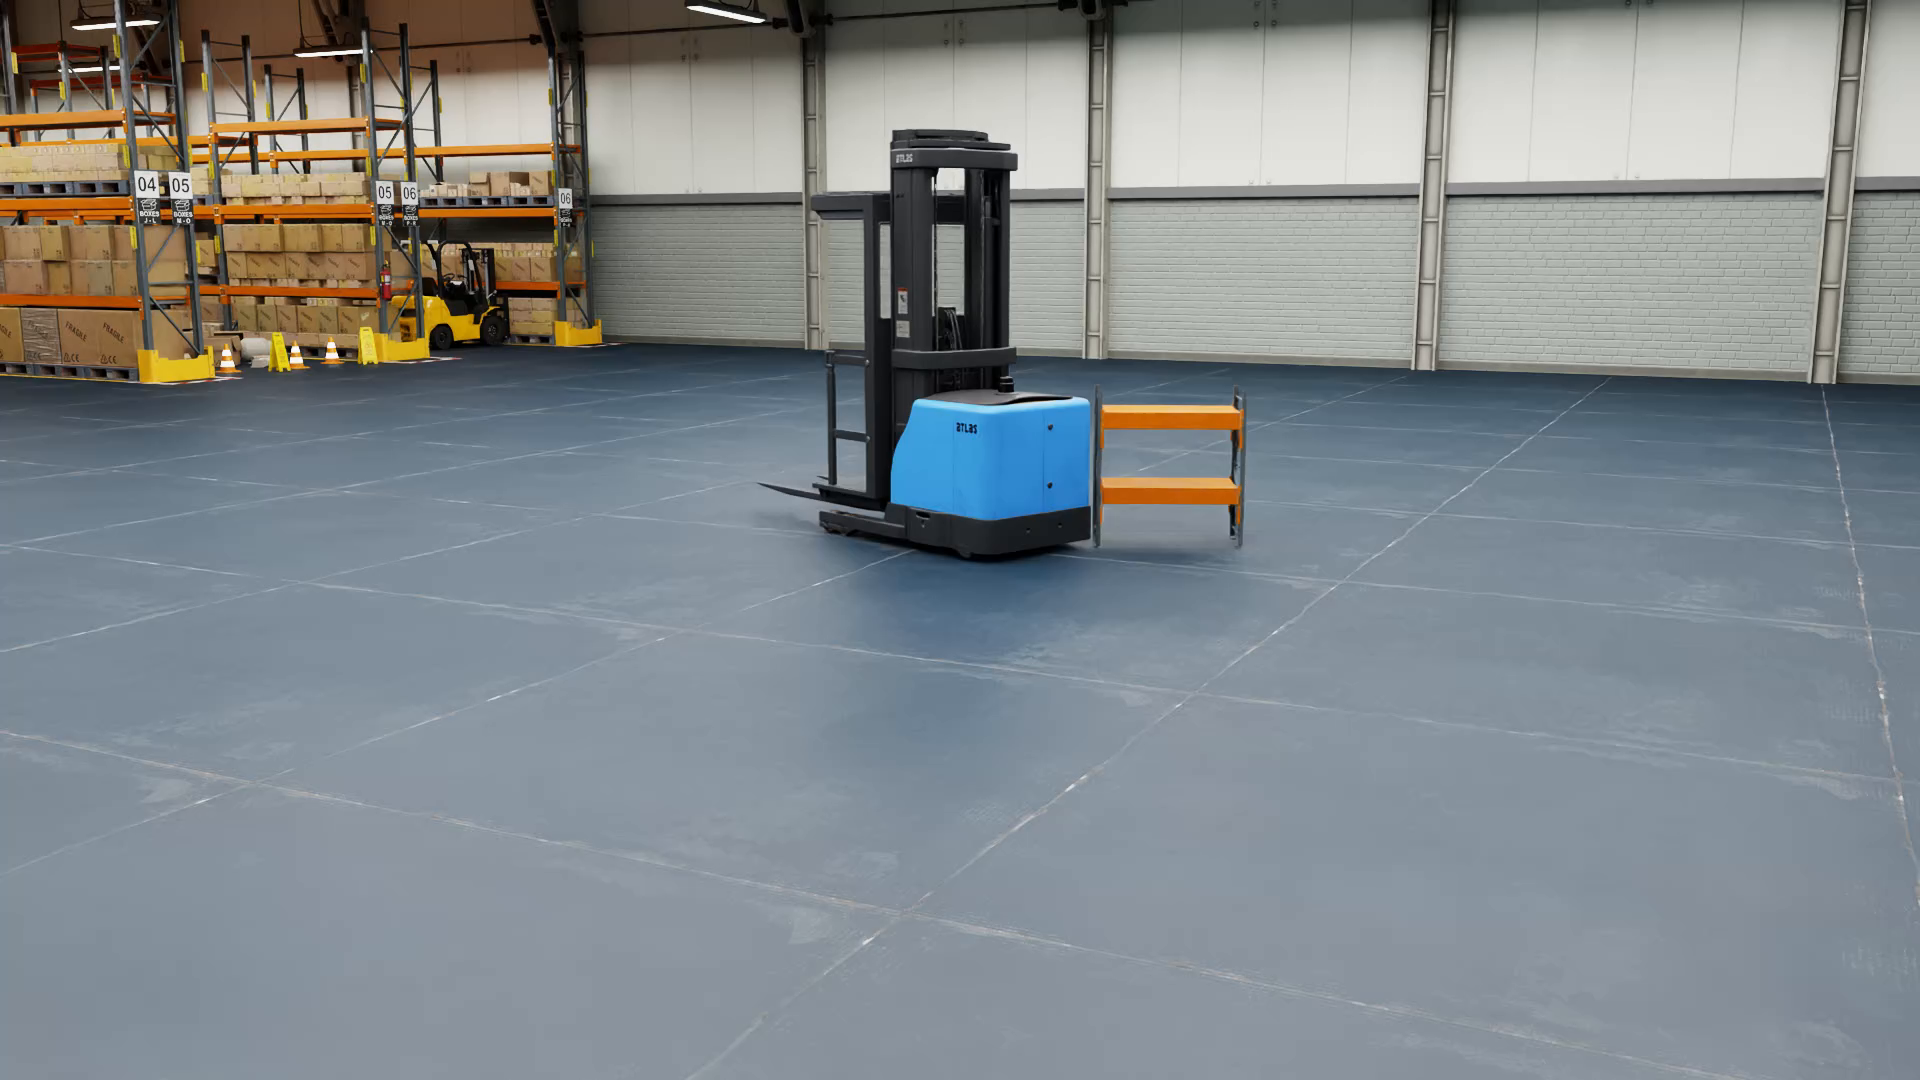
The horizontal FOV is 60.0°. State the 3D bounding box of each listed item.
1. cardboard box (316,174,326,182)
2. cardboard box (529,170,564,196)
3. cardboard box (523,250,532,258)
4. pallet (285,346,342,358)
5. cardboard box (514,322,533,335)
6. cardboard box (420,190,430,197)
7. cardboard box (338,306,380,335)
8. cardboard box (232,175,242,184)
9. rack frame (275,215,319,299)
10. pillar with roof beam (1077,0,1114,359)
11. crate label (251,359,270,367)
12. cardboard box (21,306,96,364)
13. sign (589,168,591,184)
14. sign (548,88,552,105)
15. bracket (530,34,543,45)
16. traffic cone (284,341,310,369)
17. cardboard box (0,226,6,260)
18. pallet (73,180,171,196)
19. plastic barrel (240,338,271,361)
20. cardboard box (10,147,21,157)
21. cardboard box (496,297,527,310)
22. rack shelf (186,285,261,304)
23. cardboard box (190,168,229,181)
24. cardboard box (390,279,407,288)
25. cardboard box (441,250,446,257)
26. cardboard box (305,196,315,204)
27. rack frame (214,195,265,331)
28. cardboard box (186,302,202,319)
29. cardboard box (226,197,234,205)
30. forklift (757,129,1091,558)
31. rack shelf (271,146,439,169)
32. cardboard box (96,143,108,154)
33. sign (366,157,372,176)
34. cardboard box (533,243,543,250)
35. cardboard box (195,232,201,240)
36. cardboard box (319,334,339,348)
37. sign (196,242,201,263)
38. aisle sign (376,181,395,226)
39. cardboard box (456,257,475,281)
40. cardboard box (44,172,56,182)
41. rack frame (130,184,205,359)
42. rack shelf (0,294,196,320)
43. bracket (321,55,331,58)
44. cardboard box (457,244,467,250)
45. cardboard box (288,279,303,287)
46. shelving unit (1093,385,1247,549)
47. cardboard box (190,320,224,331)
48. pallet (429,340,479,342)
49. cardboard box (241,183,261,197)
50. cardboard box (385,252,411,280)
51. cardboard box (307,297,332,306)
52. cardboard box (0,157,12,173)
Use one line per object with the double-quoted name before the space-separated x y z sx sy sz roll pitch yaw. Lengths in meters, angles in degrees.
"cardboard box" -11.528 -6.614 30.398 0.250 0.149 0.380 5 11 26
"cardboard box" -8.534 -7.368 34.354 0.500 0.500 0.500 5 12 28
"cardboard box" -8.912 -5.987 34.788 0.250 0.149 0.380 5 12 27
"pallet" -12.093 -3.598 31.515 1.213 0.211 1.003 5 11 26
"cardboard box" -9.032 -4.472 35.057 0.500 0.250 0.500 5 11 26
"cardboard box" -11.348 -7.430 35.686 0.250 0.149 0.380 5 12 27
"cardboard box" -11.056 -4.042 30.576 0.500 0.500 0.500 5 11 26
"cardboard box" -13.425 -6.765 31.230 0.250 0.149 0.380 5 12 28
"rack frame" -15.203 -6.221 38.182 0.127 3.000 1.000 5 11 26
"pillar with roof beam" 0.602 -7.108 26.239 0.548 9.000 9.100 5 11 26
"crate label" -12.097 -3.065 28.781 0.298 0.136 0.250 -1 10 -4
"cardboard box" -14.566 -3.344 27.073 0.875 0.875 0.875 5 11 26
"sign" -7.778 -7.624 34.834 0.005 0.325 0.100 5 11 26
"sign" -8.282 -8.956 33.601 0.005 0.325 0.100 5 11 26
"bracket" -8.784 -10.489 34.810 0.430 0.232 0.235 5 11 26
"traffic cone" -11.365 -3.173 28.464 0.334 0.463 0.336 5 11 26
"cardboard box" -15.593 -4.885 27.346 0.550 0.550 0.875 5 11 26
"pallet" -12.992 -5.488 25.959 1.213 0.211 1.003 5 11 26
"plastic barrel" -12.744 -3.451 30.109 0.512 0.421 0.421 -4 11 -23
"cardboard box" -14.818 -6.152 26.383 0.250 0.149 0.380 5 11 26
"cardboard box" -9.498 -5.000 35.170 0.500 0.250 0.500 5 11 27
"rack shelf" -15.603 -4.917 32.993 4.000 0.370 1.077 5 11 26
"cardboard box" -14.385 -6.993 31.863 0.500 0.250 0.500 5 12 27
"cardboard box" -10.435 -4.734 30.670 0.250 0.149 0.380 5 11 26
"cardboard box" -10.968 -6.171 35.802 0.250 0.149 0.380 5 11 26
"cardboard box" -11.802 -6.239 30.563 0.250 0.149 0.380 5 11 24
"rack frame" -13.809 -5.113 32.058 0.127 3.000 1.000 5 11 26
"cardboard box" -17.974 -5.399 39.476 0.500 0.500 0.500 5 11 25
"cardboard box" -13.636 -6.401 31.458 0.250 0.149 0.380 5 11 25
"forklift" -0.411 -1.526 12.434 1.130 2.935 3.031 -9 13 -40
"rack shelf" -13.410 -8.465 36.876 4.000 0.370 1.077 5 11 26
"cardboard box" -12.997 -5.992 25.500 0.250 0.149 0.380 5 11 26
"sign" -10.486 -6.622 29.490 0.005 0.325 0.100 5 11 26
"cardboard box" -8.679 -6.115 34.655 0.250 0.149 0.380 5 11 26
"cardboard box" -14.947 -5.887 32.218 0.250 0.149 0.380 5 11 24
"cardboard box" -11.527 -3.714 30.871 0.500 0.250 0.500 5 11 26
"sign" -12.071 -4.552 26.308 0.005 0.325 0.100 5 11 26
"aisle sign" -10.295 -6.026 29.802 0.004 0.787 0.394 5 11 26
"cardboard box" -10.405 -5.800 35.576 0.500 0.500 0.500 5 11 25
"cardboard box" -14.137 -5.700 26.124 0.250 0.149 0.380 5 11 27
"rack frame" -12.322 -3.999 25.905 0.127 3.000 1.000 5 11 26
"rack shelf" -14.115 -3.803 26.839 4.000 0.370 1.077 5 11 26
"bracket" -14.165 -10.962 37.422 0.430 0.232 0.235 5 11 26
"cardboard box" -10.524 -6.271 35.517 0.250 0.149 0.380 5 11 25
"cardboard box" -12.287 -4.796 31.010 0.250 0.149 0.380 5 11 26
"shelving unit" 1.505 -0.539 12.050 1.048 1.125 0.538 0 10 2
"cardboard box" -14.927 -4.124 32.791 0.625 0.372 0.950 6 12 29
"pallet" -10.922 -4.465 36.305 1.213 0.211 1.003 5 11 26
"cardboard box" -13.069 -6.544 31.128 0.500 0.250 0.500 5 11 25
"cardboard box" -10.524 -5.075 30.732 0.500 0.500 0.500 5 11 25
"cardboard box" -11.874 -4.421 30.847 0.250 0.149 0.380 6 12 28
"cardboard box" -15.141 -5.996 26.641 0.500 0.250 0.500 5 11 25
